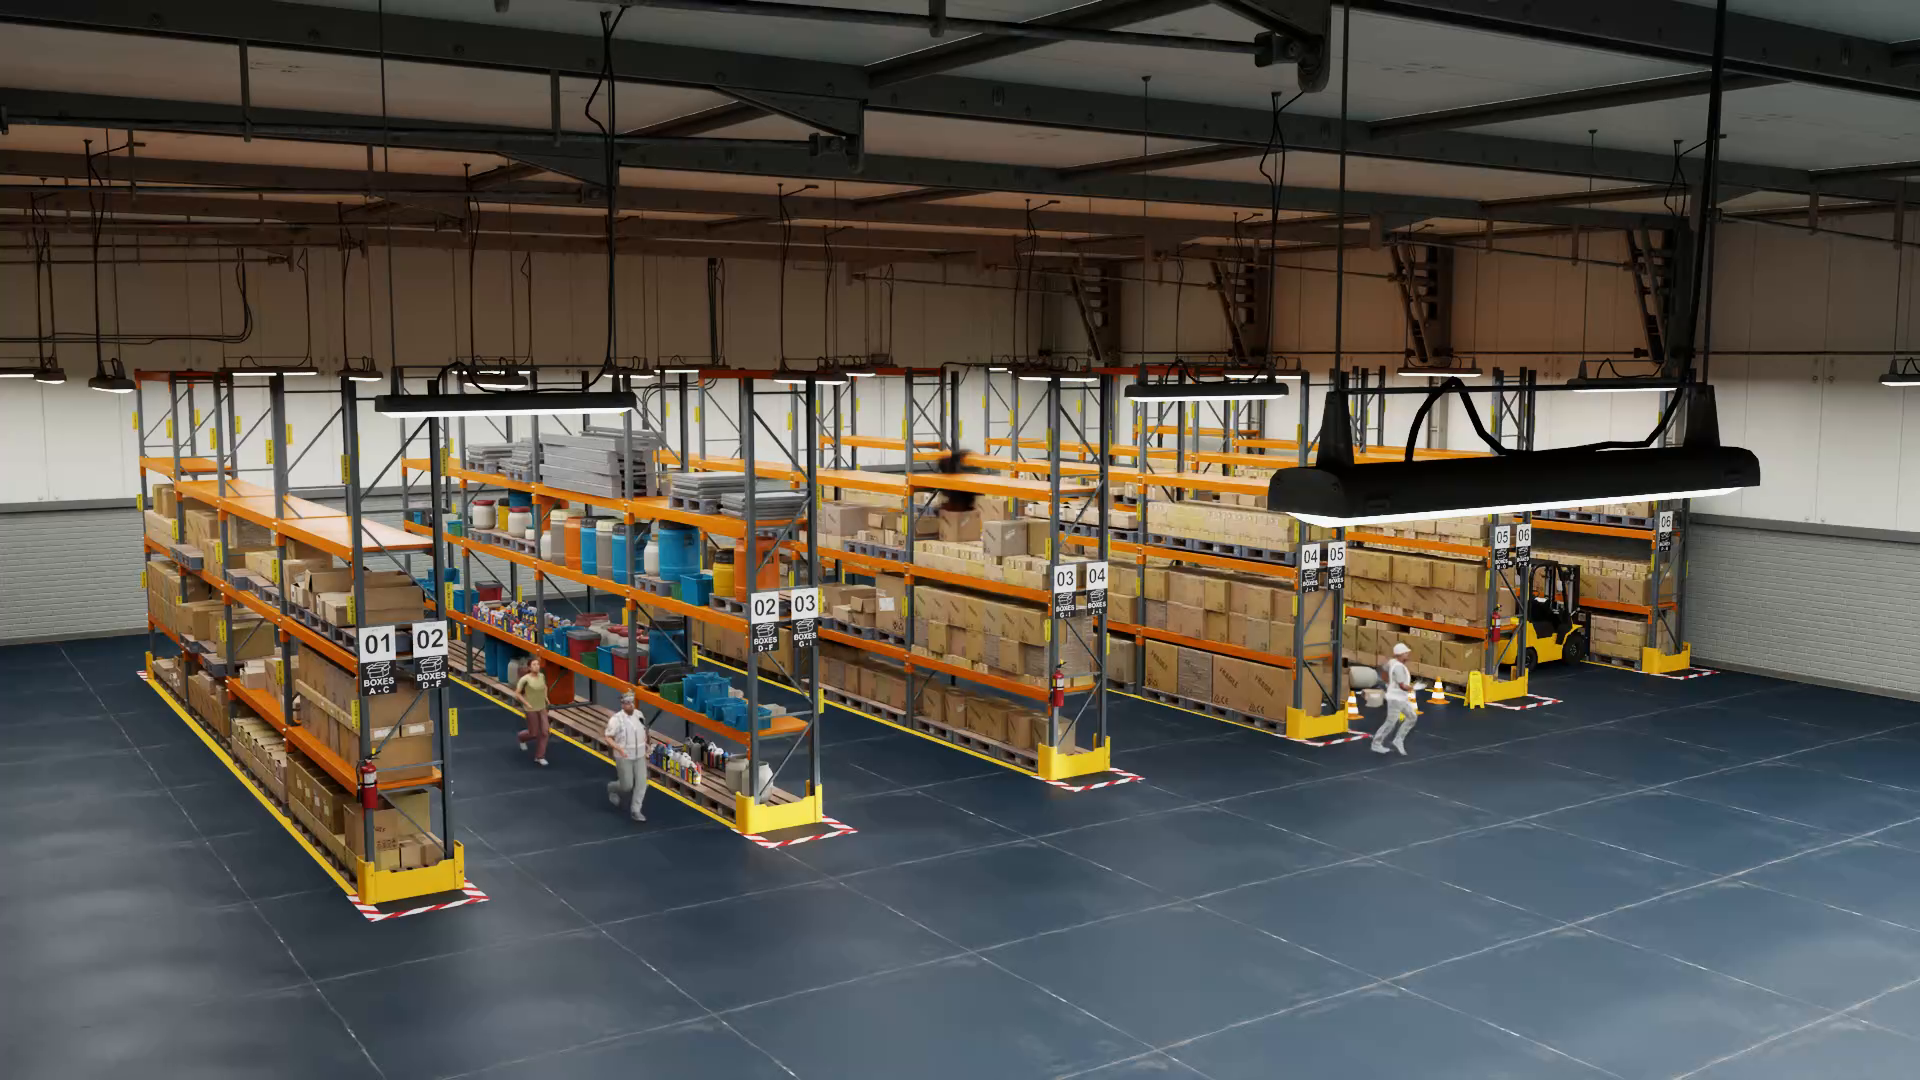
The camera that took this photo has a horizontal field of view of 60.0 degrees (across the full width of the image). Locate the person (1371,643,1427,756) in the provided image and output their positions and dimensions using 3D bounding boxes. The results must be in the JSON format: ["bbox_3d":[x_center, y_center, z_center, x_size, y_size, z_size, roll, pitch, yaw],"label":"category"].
[{"bbox_3d":[6.887,2.511,26.071,0.819,1.806,0.657,2,7,18],"label":"person"}]

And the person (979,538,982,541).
[{"bbox_3d":[0.437,0.459,44.777,0.538,1.660,0.774,-1,7,-8],"label":"person"}]

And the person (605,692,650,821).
[{"bbox_3d":[-4.498,2.913,22.638,0.663,1.746,0.798,-5,8,-39],"label":"person"}]

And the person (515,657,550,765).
[{"bbox_3d":[-6.612,2.626,25.769,0.565,1.645,0.755,-6,9,-43],"label":"person"}]
